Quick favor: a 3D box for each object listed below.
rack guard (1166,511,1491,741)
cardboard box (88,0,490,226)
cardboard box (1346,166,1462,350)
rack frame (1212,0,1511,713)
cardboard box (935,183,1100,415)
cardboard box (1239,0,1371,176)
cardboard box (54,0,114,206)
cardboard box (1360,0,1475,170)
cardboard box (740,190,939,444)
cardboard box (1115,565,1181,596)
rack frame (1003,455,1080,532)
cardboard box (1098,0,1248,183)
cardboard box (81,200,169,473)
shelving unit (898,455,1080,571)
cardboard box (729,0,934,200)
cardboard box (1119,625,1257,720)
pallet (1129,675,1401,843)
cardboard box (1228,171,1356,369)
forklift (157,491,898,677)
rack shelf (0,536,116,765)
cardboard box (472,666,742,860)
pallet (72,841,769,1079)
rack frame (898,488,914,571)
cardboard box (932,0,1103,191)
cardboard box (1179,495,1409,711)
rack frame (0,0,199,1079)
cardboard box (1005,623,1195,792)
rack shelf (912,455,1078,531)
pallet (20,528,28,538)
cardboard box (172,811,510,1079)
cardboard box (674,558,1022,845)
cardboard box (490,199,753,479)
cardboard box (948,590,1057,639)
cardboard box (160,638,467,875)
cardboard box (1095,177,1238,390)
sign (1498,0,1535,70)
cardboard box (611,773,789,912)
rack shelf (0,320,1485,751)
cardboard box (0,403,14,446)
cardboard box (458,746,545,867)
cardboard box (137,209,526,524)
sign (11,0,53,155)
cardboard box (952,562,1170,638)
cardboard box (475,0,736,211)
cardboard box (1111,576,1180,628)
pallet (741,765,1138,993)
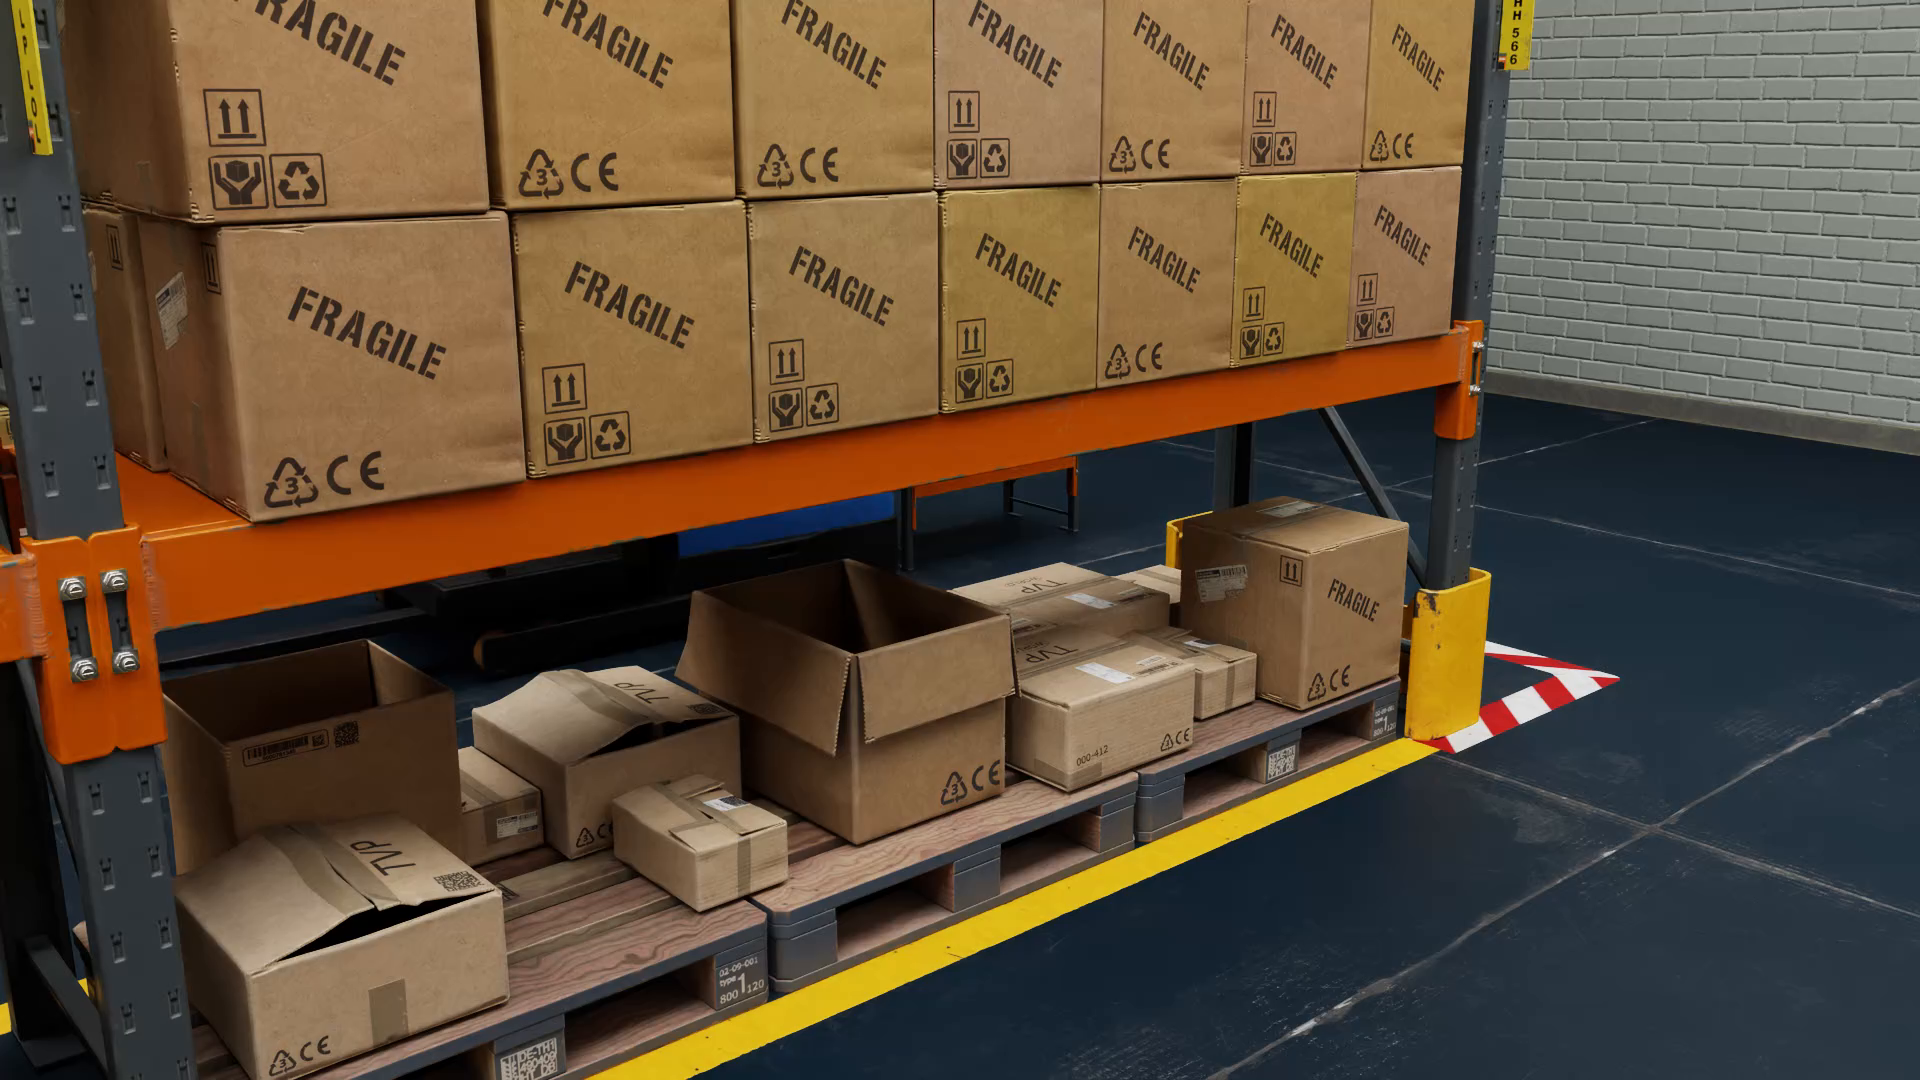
[{"bbox_3d":[1.237,0.268,5.779,0.348,0.500,1.175,-13,19,-39],"label":"rack guard"},{"bbox_3d":[-1.183,-0.832,2.920,0.500,0.500,0.500,-12,19,-38],"label":"cardboard box"},{"bbox_3d":[1.135,-0.872,5.010,0.500,0.500,0.500,-12,19,-38],"label":"cardboard box"},{"bbox_3d":[1.294,-0.953,5.505,0.127,3.000,1.000,-13,19,-39],"label":"rack frame"},{"bbox_3d":[-0.014,-0.615,4.046,0.500,0.500,0.500,-13,20,-40],"label":"cardboard box"},{"bbox_3d":[0.758,-1.270,4.559,0.500,0.500,0.500,-12,19,-38],"label":"cardboard box"},{"bbox_3d":[-1.512,-0.943,3.335,0.500,0.500,0.500,-13,19,-39],"label":"cardboard box"},{"bbox_3d":[1.139,-1.355,4.880,0.500,0.500,0.500,-13,20,-40],"label":"cardboard box"},{"bbox_3d":[-0.397,-0.529,3.722,0.500,0.500,0.500,-13,20,-40],"label":"cardboard box"},{"bbox_3d":[0.753,0.216,5.801,0.250,0.149,0.380,-13,19,-39],"label":"cardboard box"},{"bbox_3d":[0.389,-0.631,7.932,0.032,1.125,0.500,-13,19,-39],"label":"rack frame"},{"bbox_3d":[0.370,-1.181,4.227,0.500,0.500,0.500,-12,19,-38],"label":"cardboard box"},{"bbox_3d":[-1.515,-0.458,3.459,0.500,0.500,0.500,-12,19,-38],"label":"cardboard box"},{"bbox_3d":[0.005,-0.545,7.609,1.048,1.125,0.538,-13,19,-39],"label":"shelving unit"},{"bbox_3d":[-0.406,-1.006,3.573,0.500,0.500,0.500,-13,20,-41],"label":"cardboard box"},{"bbox_3d":[0.681,0.395,5.098,0.250,0.166,0.380,-13,19,-39],"label":"cardboard box"},{"bbox_3d":[0.636,0.543,5.310,1.213,0.211,1.003,-13,19,-39],"label":"pallet"},{"bbox_3d":[0.746,-0.784,4.678,0.500,0.500,0.500,-12,19,-39],"label":"cardboard box"},{"bbox_3d":[-1.734,-1.082,6.121,3.031,2.935,1.130,-11,19,-37],"label":"forklift"},{"bbox_3d":[-3.232,0.411,1.792,4.000,0.370,1.077,-13,19,-39],"label":"rack shelf"},{"bbox_3d":[-0.914,0.532,4.302,0.500,0.311,0.500,-13,19,-39],"label":"cardboard box"},{"bbox_3d":[-1.205,0.956,3.763,1.213,0.211,1.003,-13,19,-39],"label":"pallet"},{"bbox_3d":[-0.378,-0.458,7.287,0.032,1.125,0.500,-13,19,-39],"label":"rack frame"},{"bbox_3d":[-0.017,-1.094,3.901,0.500,0.500,0.500,-12,19,-38],"label":"cardboard box"},{"bbox_3d":[1.046,0.182,5.246,0.500,0.500,0.500,-13,19,-39],"label":"cardboard box"},{"bbox_3d":[-1.723,-0.275,2.968,0.127,3.000,1.000,-13,19,-39],"label":"rack frame"},{"bbox_3d":[0.309,0.458,4.698,0.500,0.250,0.500,-13,19,-39],"label":"cardboard box"},{"bbox_3d":[0.005,-0.308,7.672,1.000,0.278,0.538,-13,19,-39],"label":"rack shelf"},{"bbox_3d":[-4.353,-0.005,7.361,1.213,0.211,1.003,-13,19,-39],"label":"pallet"},{"bbox_3d":[-1.265,0.782,3.367,0.500,0.311,0.500,-13,19,-39],"label":"cardboard box"},{"bbox_3d":[-0.309,0.399,4.429,0.637,0.503,0.797,-13,19,-39],"label":"cardboard box"},{"bbox_3d":[-0.776,-0.444,3.407,0.500,0.500,0.500,-12,19,-38],"label":"cardboard box"},{"bbox_3d":[-0.057,0.369,5.031,0.500,0.250,0.500,-13,19,-39],"label":"cardboard box"},{"bbox_3d":[-1.480,0.568,3.802,0.500,0.500,0.500,-13,19,-39],"label":"cardboard box"},{"bbox_3d":[0.366,-0.700,4.366,0.500,0.500,0.500,-12,19,-39],"label":"cardboard box"},{"bbox_3d":[1.643,-1.554,4.897,0.005,0.325,0.100,-13,19,-39],"label":"sign"},{"bbox_3d":[-0.619,0.704,3.941,0.250,0.166,0.380,-13,19,-39],"label":"cardboard box"},{"bbox_3d":[-0.215,-0.267,4.329,4.000,0.370,1.077,-13,19,-39],"label":"rack shelf"},{"bbox_3d":[-4.346,-0.341,7.244,0.500,0.500,0.700,-12,19,-39],"label":"cardboard box"},{"bbox_3d":[-1.236,0.663,4.129,0.250,0.149,0.380,-13,19,-39],"label":"cardboard box"},{"bbox_3d":[-1.160,-0.357,3.080,0.500,0.500,0.500,-12,19,-38],"label":"cardboard box"},{"bbox_3d":[-1.356,-0.727,2.416,0.005,0.325,0.100,-13,19,-39],"label":"sign"},{"bbox_3d":[0.321,0.285,5.348,0.500,0.250,0.500,-13,19,-39],"label":"cardboard box"},{"bbox_3d":[-0.794,-0.919,3.247,0.500,0.500,0.500,-13,20,-41],"label":"cardboard box"},{"bbox_3d":[0.564,0.250,5.640,0.250,0.166,0.380,-13,19,-39],"label":"cardboard box"},{"bbox_3d":[-0.284,0.748,4.541,1.213,0.211,1.003,-13,19,-39],"label":"pallet"}]
